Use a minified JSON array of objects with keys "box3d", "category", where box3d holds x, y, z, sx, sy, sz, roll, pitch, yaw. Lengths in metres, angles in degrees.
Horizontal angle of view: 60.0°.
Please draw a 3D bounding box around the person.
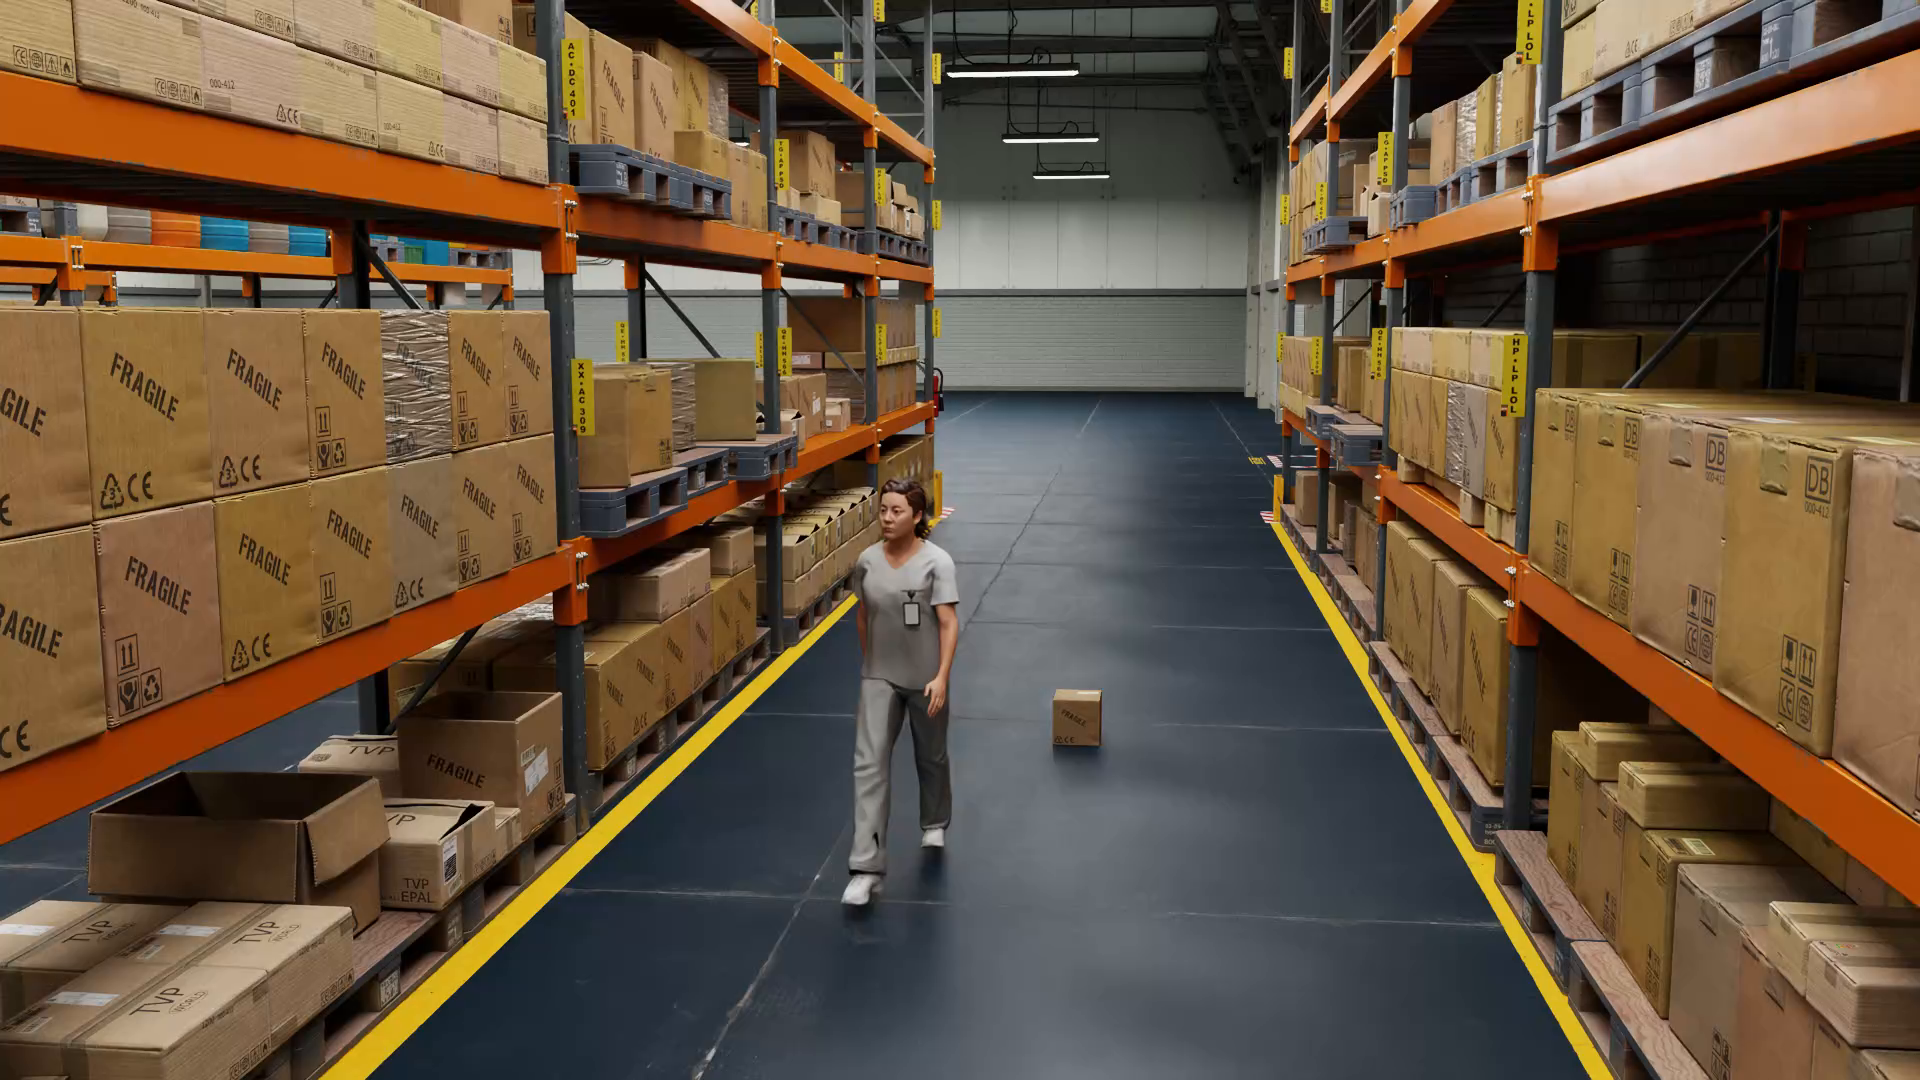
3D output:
[{"box3d":[-0.230,0.555,6.653,0.467,1.601,1.052,2,8,12],"category":"person"}]
